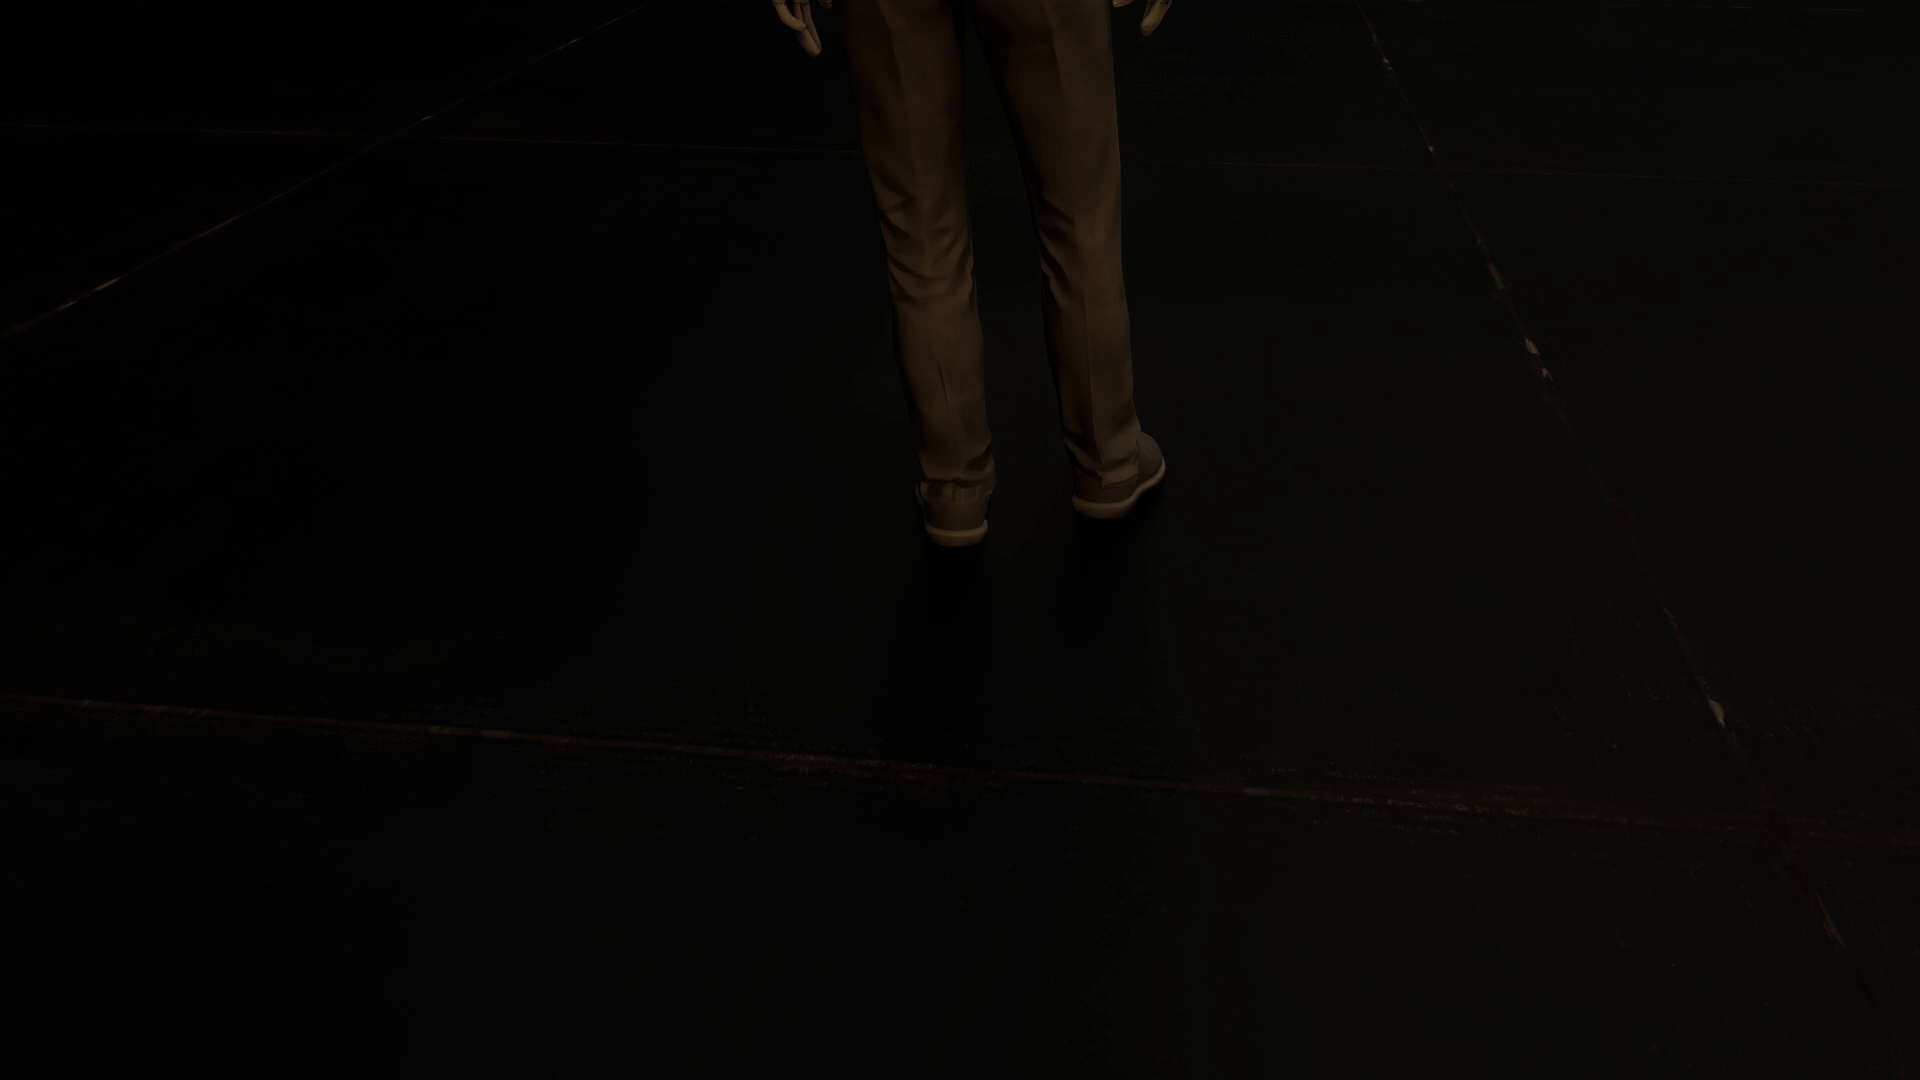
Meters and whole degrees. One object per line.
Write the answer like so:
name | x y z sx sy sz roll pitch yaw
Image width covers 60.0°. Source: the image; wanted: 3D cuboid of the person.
person | 0.015 -0.794 2.177 0.588 1.696 0.533 3 27 7
